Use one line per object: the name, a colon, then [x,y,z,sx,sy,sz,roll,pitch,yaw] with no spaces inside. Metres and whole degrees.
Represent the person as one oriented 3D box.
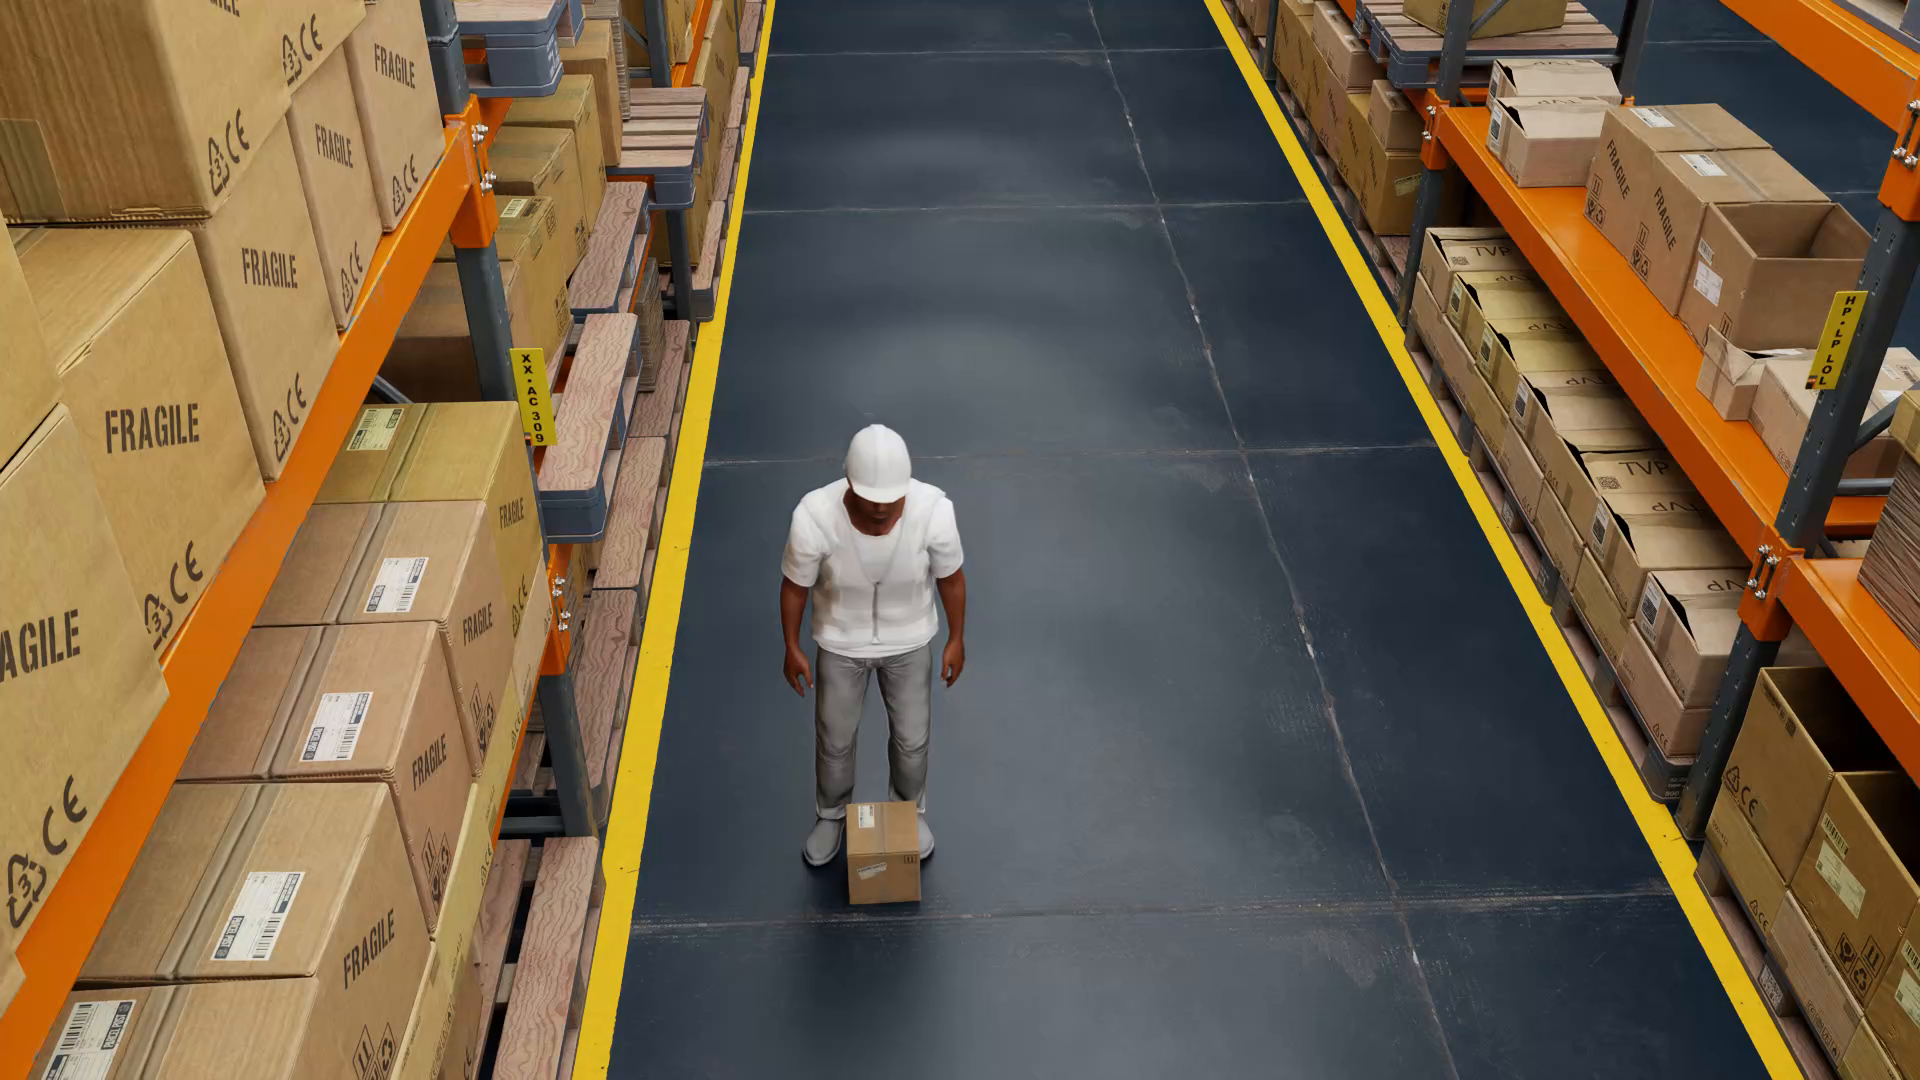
person: [-0.287,0.356,5.623,0.629,1.759,0.461,-3,35,-5]
